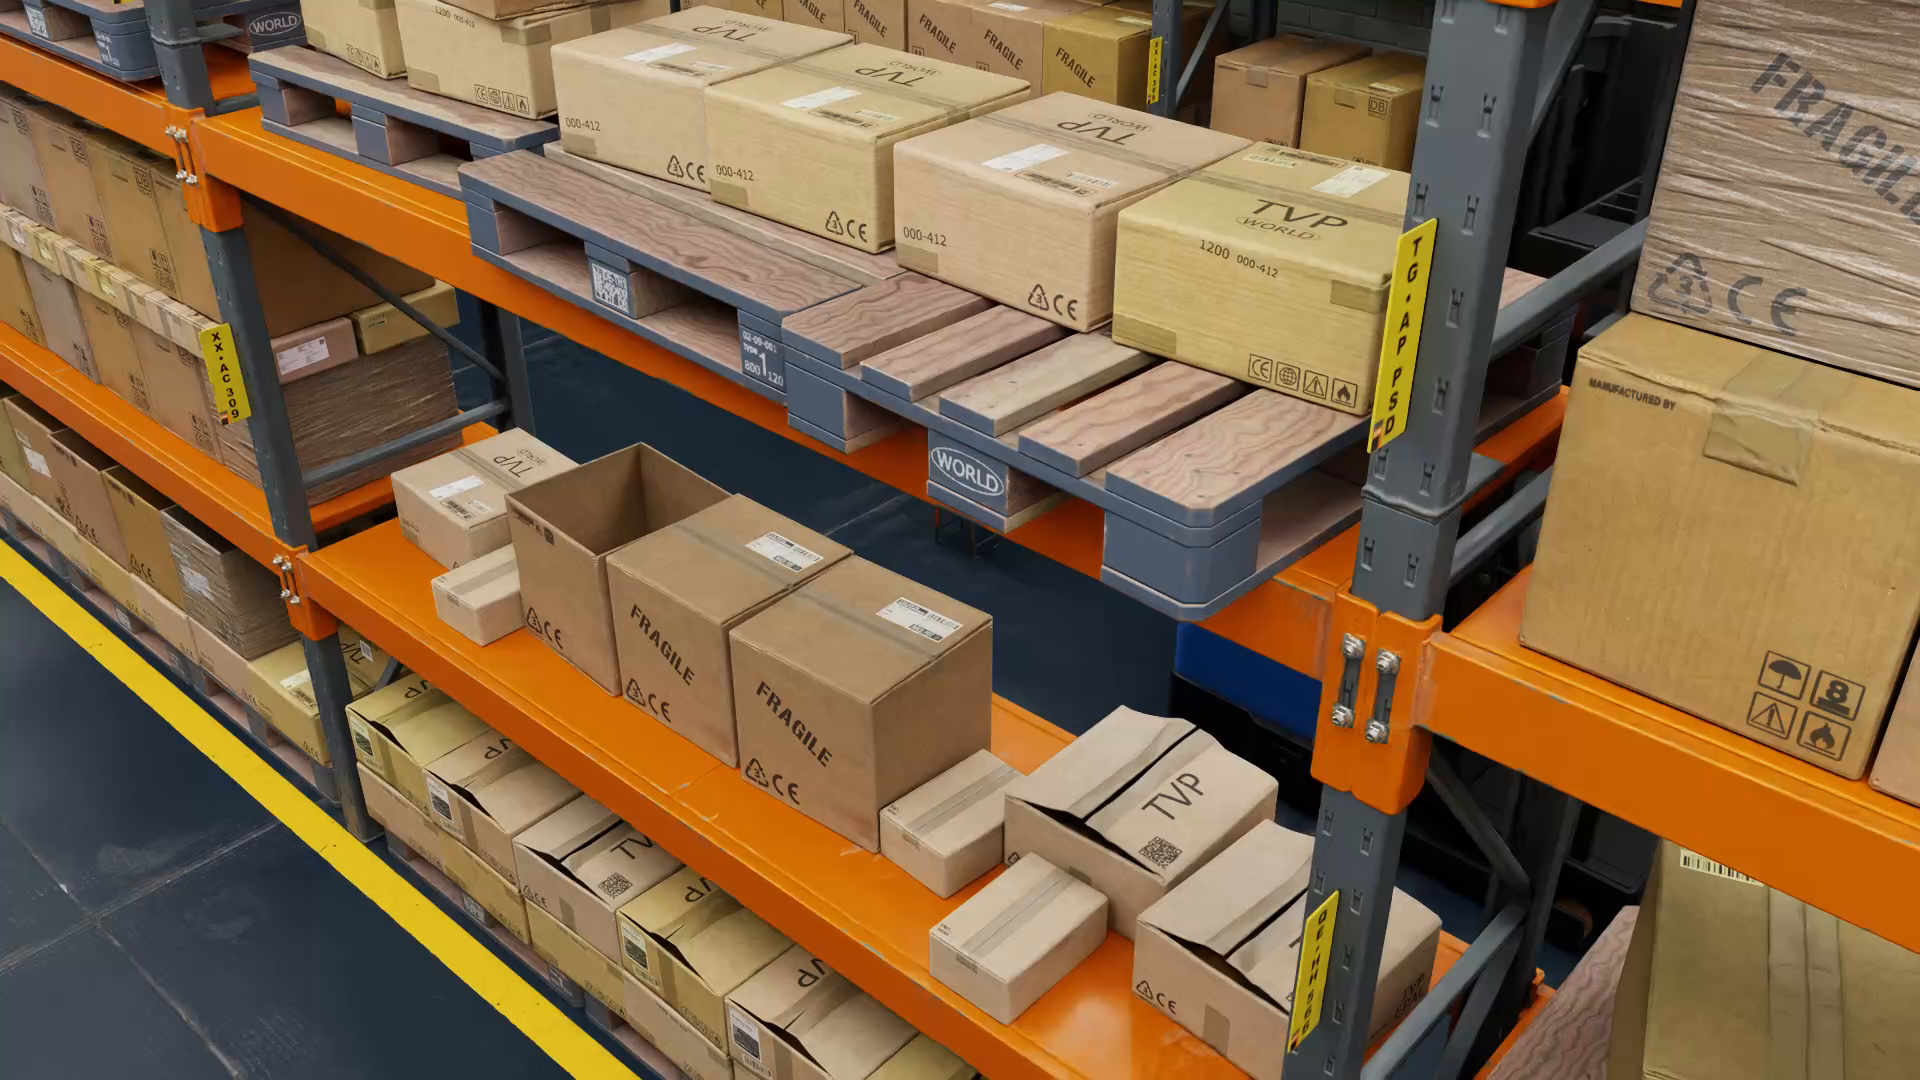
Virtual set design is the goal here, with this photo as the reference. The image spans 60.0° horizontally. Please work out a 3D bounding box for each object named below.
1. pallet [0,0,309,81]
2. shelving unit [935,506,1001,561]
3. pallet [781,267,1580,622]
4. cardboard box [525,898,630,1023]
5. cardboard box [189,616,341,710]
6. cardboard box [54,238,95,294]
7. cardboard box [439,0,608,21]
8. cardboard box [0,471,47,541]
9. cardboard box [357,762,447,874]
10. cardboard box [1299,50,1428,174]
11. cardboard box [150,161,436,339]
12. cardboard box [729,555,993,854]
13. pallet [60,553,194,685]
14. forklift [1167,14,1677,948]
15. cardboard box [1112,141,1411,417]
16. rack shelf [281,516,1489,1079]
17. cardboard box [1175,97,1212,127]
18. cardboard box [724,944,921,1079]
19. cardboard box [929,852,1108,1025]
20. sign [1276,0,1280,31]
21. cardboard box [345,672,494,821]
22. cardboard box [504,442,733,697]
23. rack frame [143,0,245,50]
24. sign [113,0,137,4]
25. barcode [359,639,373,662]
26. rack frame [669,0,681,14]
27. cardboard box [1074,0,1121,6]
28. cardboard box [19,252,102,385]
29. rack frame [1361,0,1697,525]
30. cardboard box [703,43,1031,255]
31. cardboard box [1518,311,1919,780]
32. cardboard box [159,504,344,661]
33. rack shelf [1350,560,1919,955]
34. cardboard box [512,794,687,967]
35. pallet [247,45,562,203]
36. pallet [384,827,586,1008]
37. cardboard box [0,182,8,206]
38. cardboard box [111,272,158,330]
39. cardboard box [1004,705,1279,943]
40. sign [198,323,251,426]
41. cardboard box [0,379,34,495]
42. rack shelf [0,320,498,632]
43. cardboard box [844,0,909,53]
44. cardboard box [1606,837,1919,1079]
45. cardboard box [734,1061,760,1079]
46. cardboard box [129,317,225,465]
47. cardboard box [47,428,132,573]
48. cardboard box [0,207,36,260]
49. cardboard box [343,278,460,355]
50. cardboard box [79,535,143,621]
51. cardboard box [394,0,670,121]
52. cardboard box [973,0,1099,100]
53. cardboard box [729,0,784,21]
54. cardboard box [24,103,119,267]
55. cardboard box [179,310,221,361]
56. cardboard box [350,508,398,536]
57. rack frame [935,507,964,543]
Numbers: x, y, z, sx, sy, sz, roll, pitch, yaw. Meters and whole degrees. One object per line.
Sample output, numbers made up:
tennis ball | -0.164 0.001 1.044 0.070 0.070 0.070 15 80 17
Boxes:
pallet | -2.620 -1.867 5.620 1.213 0.211 1.003 25 39 35
shelving unit | 0.040 -0.431 7.948 0.252 1.050 0.215 25 39 35
pallet | 0.432 -0.355 3.206 1.003 0.211 1.213 27 40 37
cardboard box | -1.074 1.254 5.518 0.500 0.250 0.500 24 38 34
cardboard box | -2.825 0.410 6.920 0.500 0.250 0.500 25 39 35
cardboard box | -3.256 -1.107 6.455 0.250 0.149 0.380 26 40 36
cardboard box | -1.102 -1.640 4.168 0.500 0.500 0.500 -25 39 -35
cardboard box | -4.315 -0.278 8.063 0.500 0.250 0.500 25 39 35
cardboard box | -1.838 0.898 6.109 0.500 0.250 0.500 24 38 34
cardboard box | 2.115 -2.076 8.267 0.700 0.500 0.500 -25 39 -35
cardboard box | -2.304 -1.084 5.788 0.500 0.500 0.700 25 39 35
cardboard box | -0.260 0.433 4.526 0.500 0.500 0.500 23 38 33
pallet | -3.441 0.147 7.801 1.213 0.211 1.003 25 39 35
forklift | 2.279 -0.130 5.624 3.031 2.935 1.130 26 40 36
cardboard box | 0.621 -0.486 2.979 0.500 0.250 0.500 22 37 32
rack shelf | -0.488 0.666 4.933 4.000 0.370 1.077 25 39 35
cardboard box | 1.146 -2.419 9.486 0.500 0.250 0.500 26 39 36
cardboard box | -0.321 1.368 4.785 0.500 0.311 0.500 25 39 35
cardboard box | 0.143 0.952 4.004 0.250 0.149 0.380 25 39 35
sign | 1.720 -2.940 9.102 0.005 0.325 0.100 25 39 35
cardboard box | -1.831 0.662 5.958 0.500 0.311 0.500 25 39 35
cardboard box | -1.022 0.077 5.117 0.500 0.500 0.500 -26 40 -36
rack frame | -1.971 -2.905 4.350 0.127 3.000 1.000 25 39 35
sign | -2.342 -1.662 4.616 0.005 0.325 0.100 25 39 35
barcode | -2.061 0.384 5.770 0.075 0.075 0.001 25 39 35
rack frame | -1.615 -3.614 11.346 0.127 3.000 1.000 25 39 35
cardboard box | 0.761 -2.919 9.589 0.500 0.500 0.500 25 39 35
cardboard box | -3.449 -1.060 7.006 0.500 0.500 0.700 26 40 36
rack frame | 0.995 -1.520 2.050 0.127 3.000 1.000 25 39 35
cardboard box | -0.196 -0.863 3.605 0.500 0.250 0.500 24 39 34
cardboard box | 1.341 -0.140 2.569 0.500 0.500 0.910 25 39 35
cardboard box | -2.824 0.088 6.727 0.500 0.500 0.500 25 39 35
rack shelf | 2.478 0.765 1.860 4.000 0.370 1.077 25 39 35
cardboard box | -1.079 1.016 5.370 0.500 0.311 0.500 24 38 34
pallet | -1.308 -1.237 4.674 1.217 0.209 0.805 23 38 33
pallet | -1.398 1.100 6.218 1.213 0.211 1.003 25 39 35
cardboard box | -3.792 -1.779 6.941 0.500 0.500 0.700 25 39 35
cardboard box | -2.889 -0.934 6.167 0.250 0.149 0.380 25 39 35
cardboard box | 0.462 0.705 4.258 0.500 0.311 0.500 25 39 35
sign | -2.342 -0.526 5.300 0.005 0.325 0.100 25 39 35
cardboard box | -4.316 -0.599 7.868 0.500 0.500 0.500 25 39 35
rack shelf | -3.454 -0.718 7.233 4.000 0.370 1.077 25 39 35
cardboard box | -0.333 -3.070 9.840 0.500 0.500 0.500 26 40 36
cardboard box | 1.538 1.002 3.173 0.500 0.500 0.700 12 33 19
cardboard box | -0.314 1.607 4.931 0.500 0.250 0.500 26 40 36
cardboard box | -2.699 -0.708 6.422 0.500 0.500 0.700 25 39 35
cardboard box | -3.578 -0.251 7.291 0.500 0.500 0.500 25 39 35
cardboard box | -3.651 -1.289 6.757 0.250 0.149 0.380 25 39 36
cardboard box | -2.040 -0.822 5.982 0.250 0.149 0.380 25 39 35
cardboard box | -3.577 0.070 7.485 0.500 0.250 0.500 25 39 35
cardboard box | -1.111 -1.329 4.380 0.500 0.250 0.500 21 37 31
cardboard box | 0.419 -2.711 9.245 0.500 0.500 0.500 25 39 35
cardboard box | -1.103 -3.425 10.430 0.500 0.500 0.500 25 39 35
cardboard box | -3.050 -1.432 6.366 0.500 0.500 0.700 25 39 35
cardboard box | -2.498 -0.754 5.868 0.250 0.149 0.380 24 39 34
cardboard box | -2.104 0.062 6.770 0.500 0.500 0.500 25 39 35
rack frame | -0.051 -0.473 8.019 0.008 1.050 0.200 25 39 35
